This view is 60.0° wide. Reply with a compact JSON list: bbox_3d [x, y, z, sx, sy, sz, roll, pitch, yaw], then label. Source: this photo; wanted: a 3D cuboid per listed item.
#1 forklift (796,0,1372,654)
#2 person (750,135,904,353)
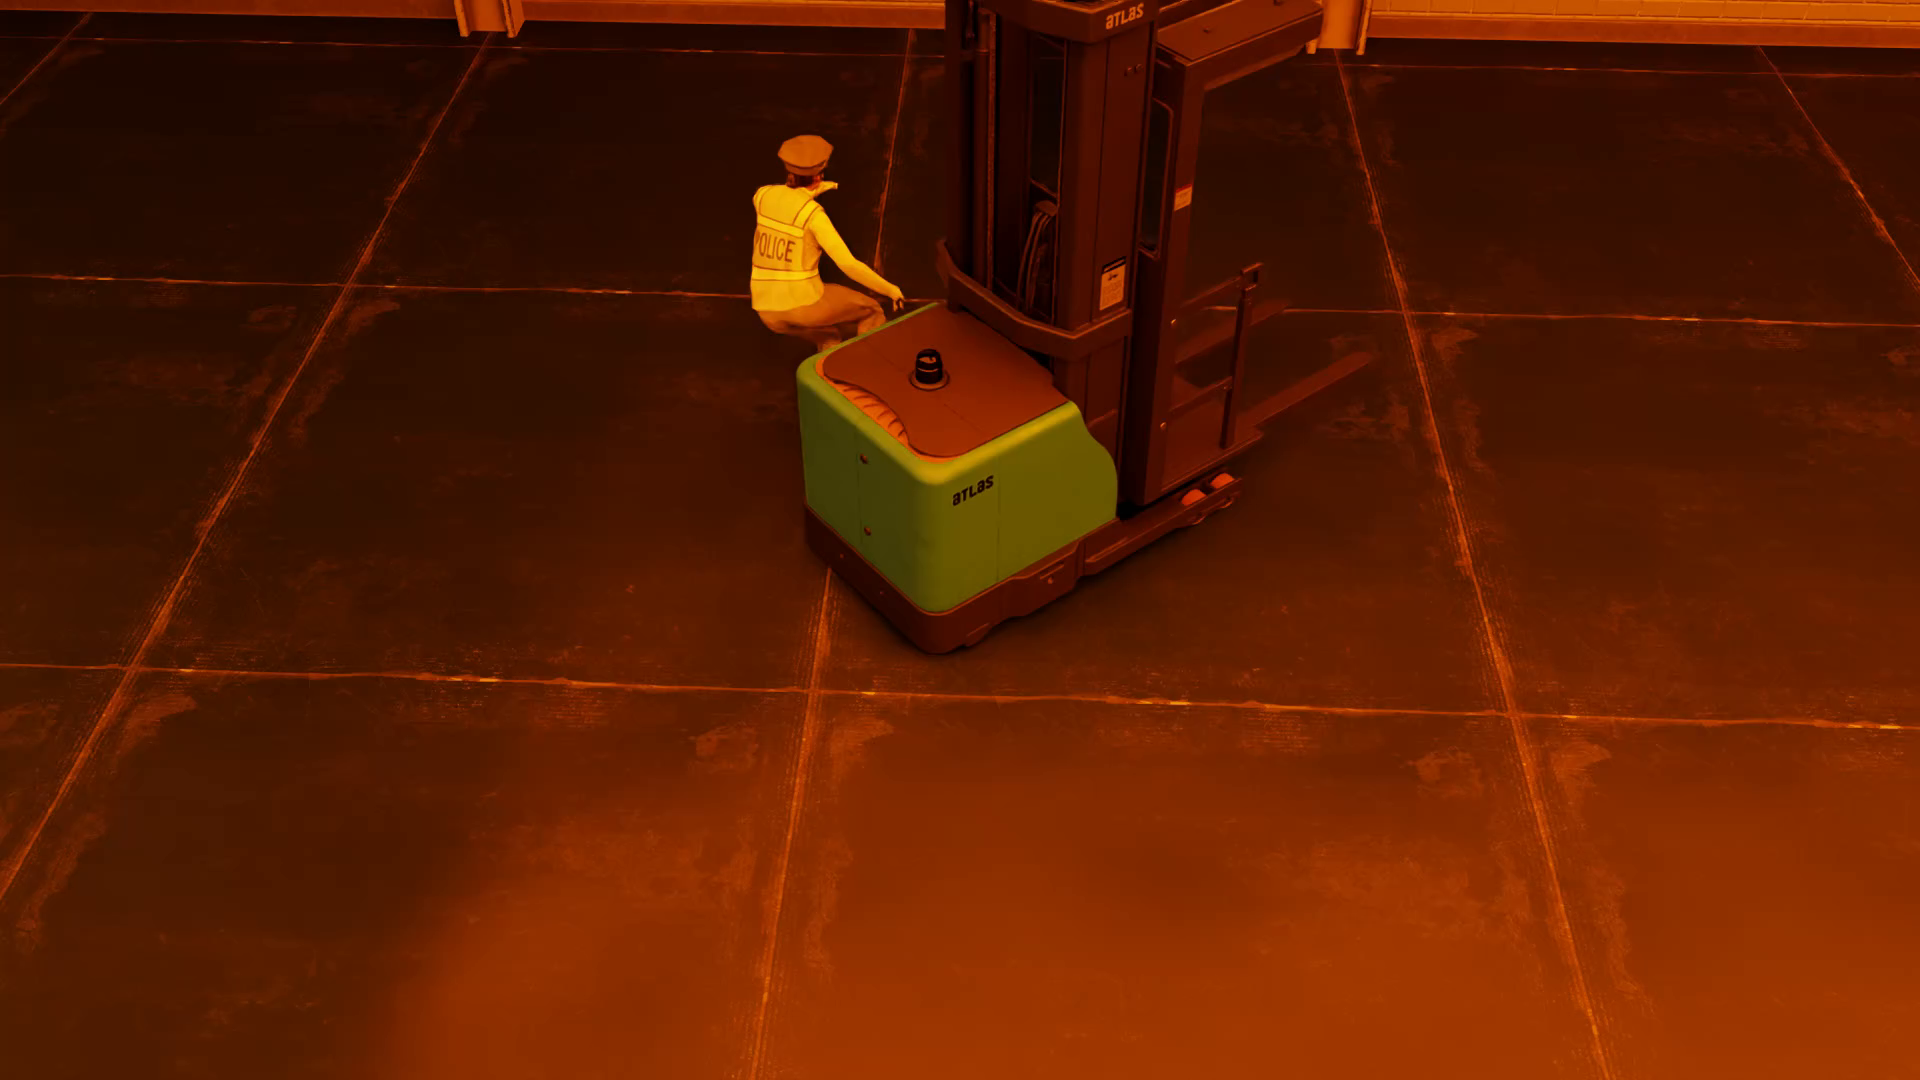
[{"bbox_3d":[0.747,-1.412,7.289,3.031,2.935,1.130,-28,49,-27],"label":"forklift"},{"bbox_3d":[-0.616,-1.290,8.273,0.992,1.429,0.857,18,46,19],"label":"person"}]
